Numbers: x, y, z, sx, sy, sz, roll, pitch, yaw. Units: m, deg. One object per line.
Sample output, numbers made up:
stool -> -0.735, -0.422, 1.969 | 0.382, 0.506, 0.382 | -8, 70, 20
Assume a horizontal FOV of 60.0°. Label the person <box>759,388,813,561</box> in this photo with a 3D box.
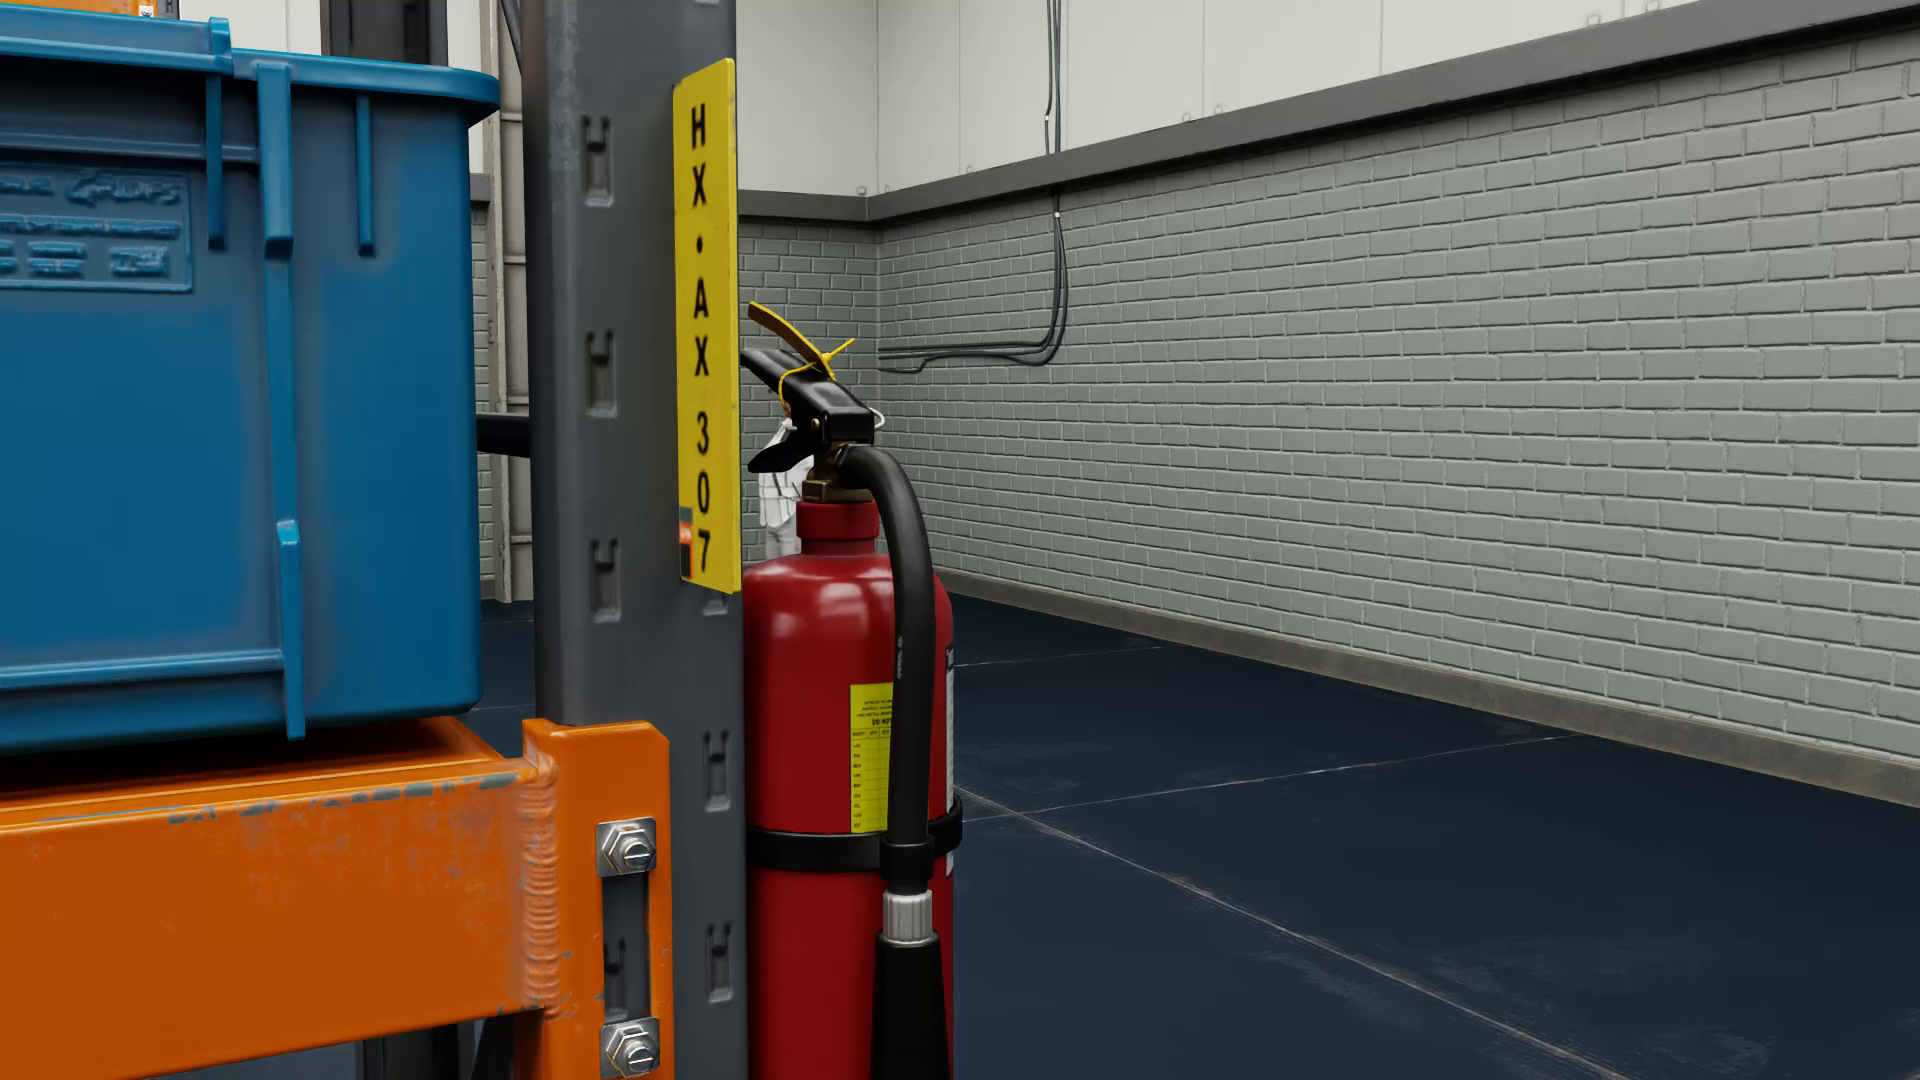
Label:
person -> -0.834, -0.042, 8.536 | 0.390, 1.668, 0.468 | -3, 6, -27
